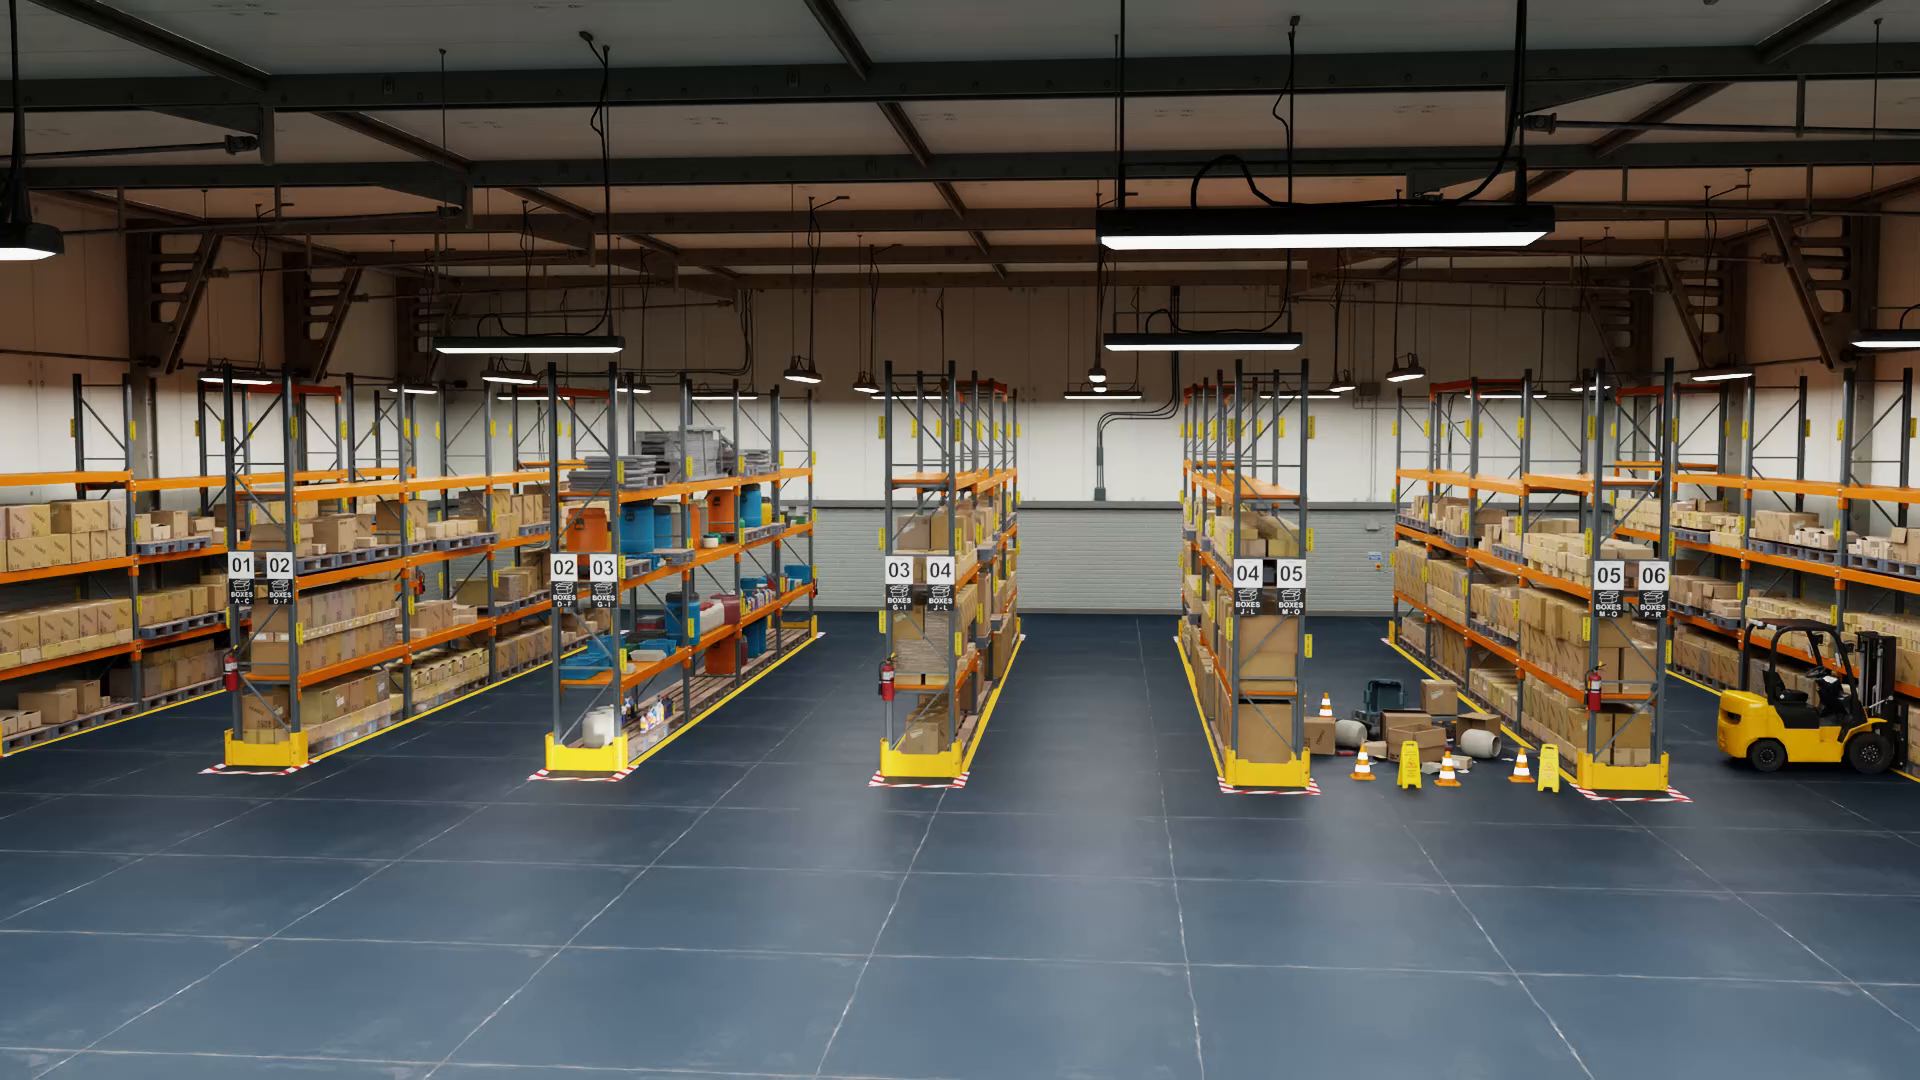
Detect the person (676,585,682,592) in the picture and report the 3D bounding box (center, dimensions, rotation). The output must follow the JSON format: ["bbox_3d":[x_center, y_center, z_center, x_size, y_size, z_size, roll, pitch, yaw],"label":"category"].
[{"bbox_3d":[-6.019,1.799,35.848,0.601,1.665,1.068,0,4,2],"label":"person"}]

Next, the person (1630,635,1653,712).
[{"bbox_3d":[11.433,2.395,27.756,0.486,1.579,0.531,-1,4,-17],"label":"person"}]

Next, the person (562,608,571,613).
[{"bbox_3d":[-10.043,1.399,42.216,0.471,1.624,1.055,2,4,25],"label":"person"}]

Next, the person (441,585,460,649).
[{"bbox_3d":[-11.263,1.778,36.983,0.571,1.596,0.701,1,4,14],"label":"person"}]
